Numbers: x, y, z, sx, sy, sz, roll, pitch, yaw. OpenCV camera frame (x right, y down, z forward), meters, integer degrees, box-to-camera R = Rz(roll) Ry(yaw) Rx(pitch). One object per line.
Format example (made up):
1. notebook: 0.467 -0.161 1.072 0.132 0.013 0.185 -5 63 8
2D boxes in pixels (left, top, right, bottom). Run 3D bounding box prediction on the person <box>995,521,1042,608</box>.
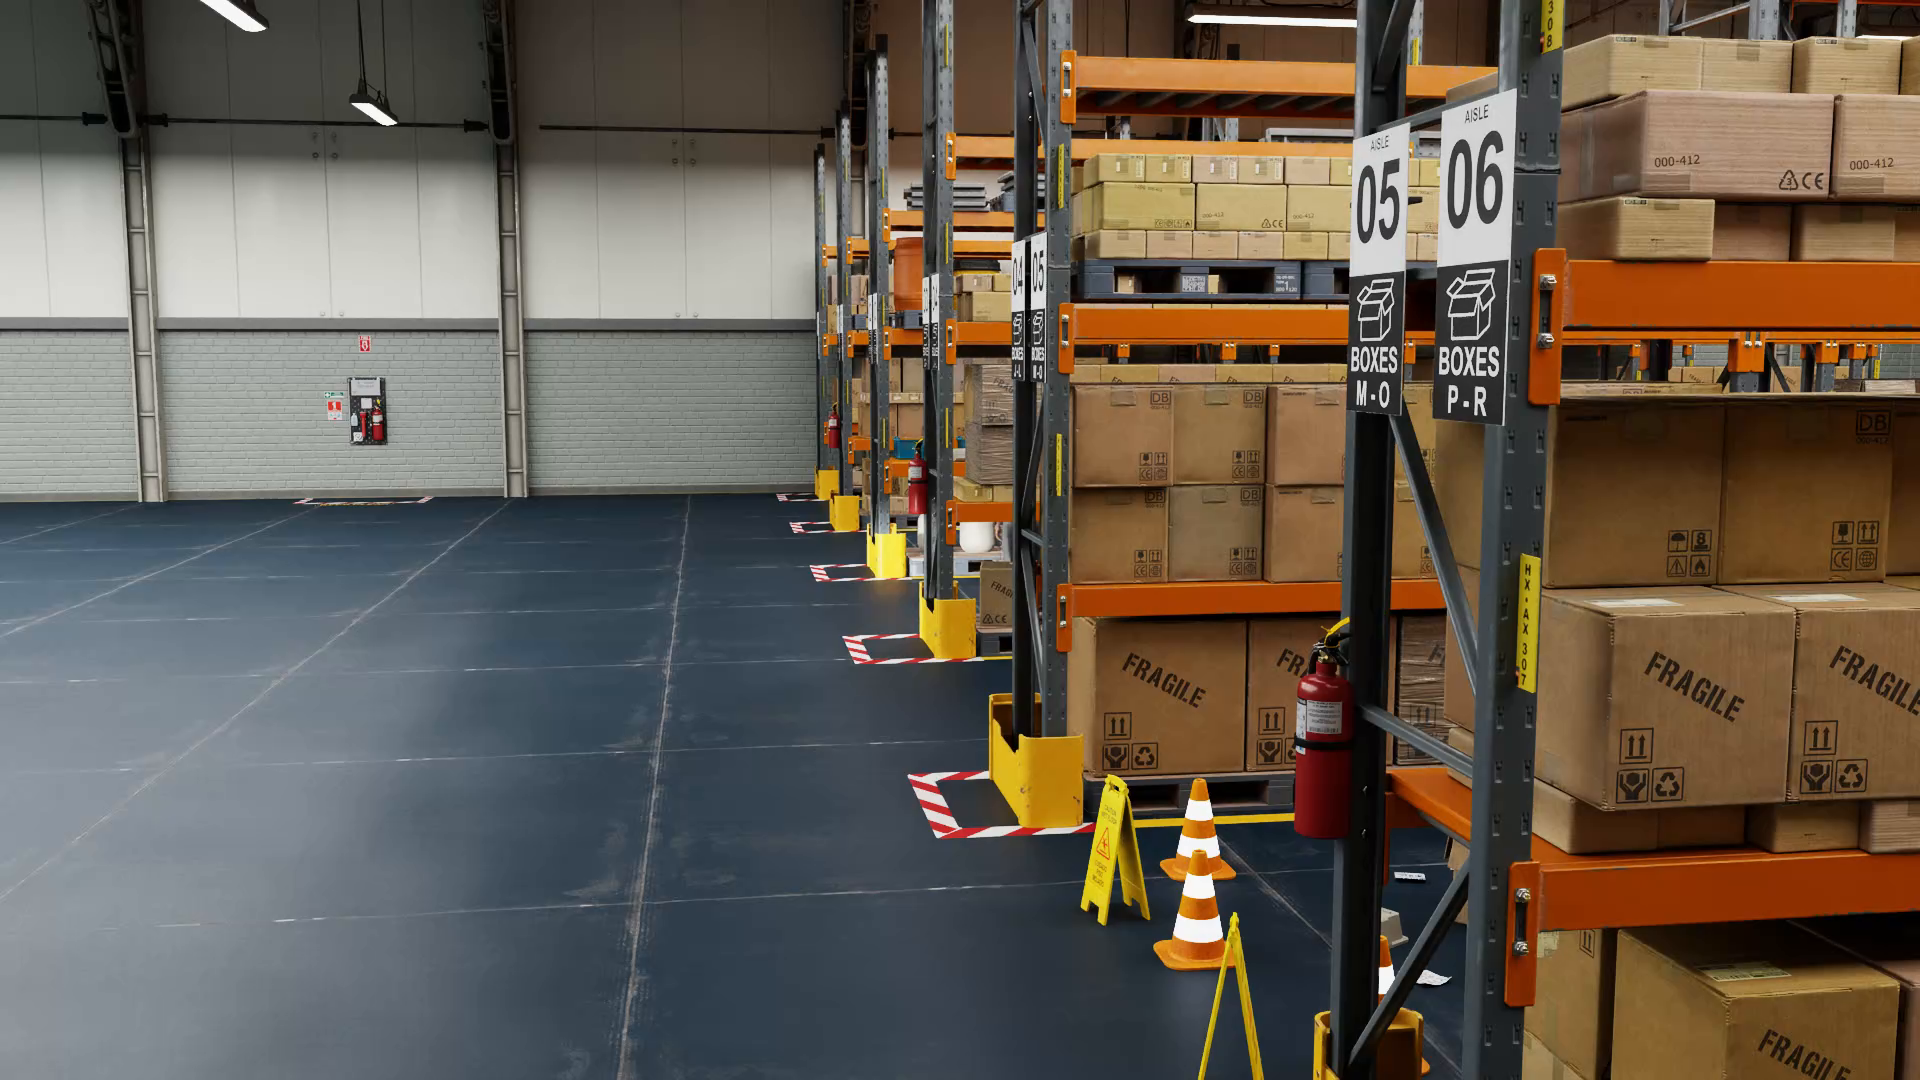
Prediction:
1. person: 0.610 -0.138 16.552 0.532 1.655 0.346 -1 7 -12
